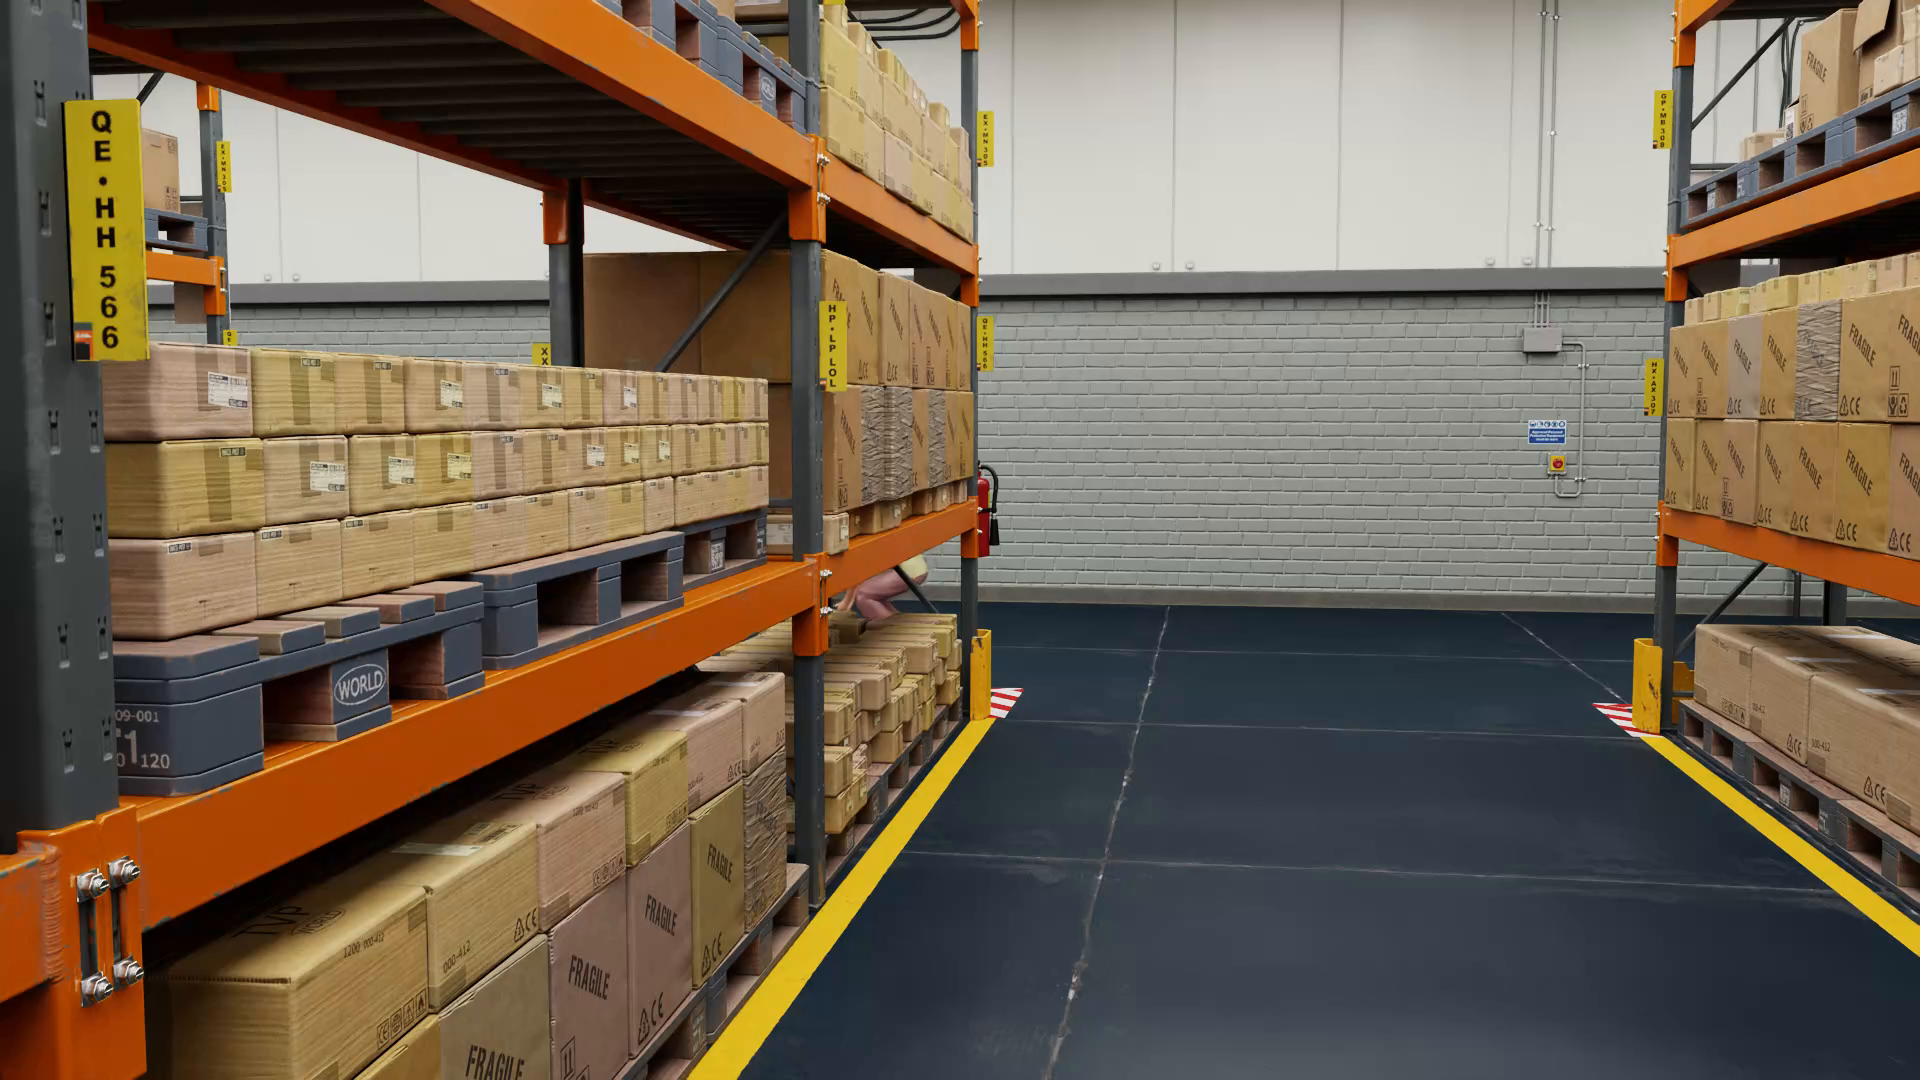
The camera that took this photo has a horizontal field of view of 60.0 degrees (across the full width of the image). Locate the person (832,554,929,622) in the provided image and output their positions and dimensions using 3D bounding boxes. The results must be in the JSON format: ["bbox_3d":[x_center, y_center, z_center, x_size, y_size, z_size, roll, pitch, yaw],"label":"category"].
[{"bbox_3d":[-0.644,0.312,13.072,0.777,1.023,0.496,1,5,9],"label":"person"}]
